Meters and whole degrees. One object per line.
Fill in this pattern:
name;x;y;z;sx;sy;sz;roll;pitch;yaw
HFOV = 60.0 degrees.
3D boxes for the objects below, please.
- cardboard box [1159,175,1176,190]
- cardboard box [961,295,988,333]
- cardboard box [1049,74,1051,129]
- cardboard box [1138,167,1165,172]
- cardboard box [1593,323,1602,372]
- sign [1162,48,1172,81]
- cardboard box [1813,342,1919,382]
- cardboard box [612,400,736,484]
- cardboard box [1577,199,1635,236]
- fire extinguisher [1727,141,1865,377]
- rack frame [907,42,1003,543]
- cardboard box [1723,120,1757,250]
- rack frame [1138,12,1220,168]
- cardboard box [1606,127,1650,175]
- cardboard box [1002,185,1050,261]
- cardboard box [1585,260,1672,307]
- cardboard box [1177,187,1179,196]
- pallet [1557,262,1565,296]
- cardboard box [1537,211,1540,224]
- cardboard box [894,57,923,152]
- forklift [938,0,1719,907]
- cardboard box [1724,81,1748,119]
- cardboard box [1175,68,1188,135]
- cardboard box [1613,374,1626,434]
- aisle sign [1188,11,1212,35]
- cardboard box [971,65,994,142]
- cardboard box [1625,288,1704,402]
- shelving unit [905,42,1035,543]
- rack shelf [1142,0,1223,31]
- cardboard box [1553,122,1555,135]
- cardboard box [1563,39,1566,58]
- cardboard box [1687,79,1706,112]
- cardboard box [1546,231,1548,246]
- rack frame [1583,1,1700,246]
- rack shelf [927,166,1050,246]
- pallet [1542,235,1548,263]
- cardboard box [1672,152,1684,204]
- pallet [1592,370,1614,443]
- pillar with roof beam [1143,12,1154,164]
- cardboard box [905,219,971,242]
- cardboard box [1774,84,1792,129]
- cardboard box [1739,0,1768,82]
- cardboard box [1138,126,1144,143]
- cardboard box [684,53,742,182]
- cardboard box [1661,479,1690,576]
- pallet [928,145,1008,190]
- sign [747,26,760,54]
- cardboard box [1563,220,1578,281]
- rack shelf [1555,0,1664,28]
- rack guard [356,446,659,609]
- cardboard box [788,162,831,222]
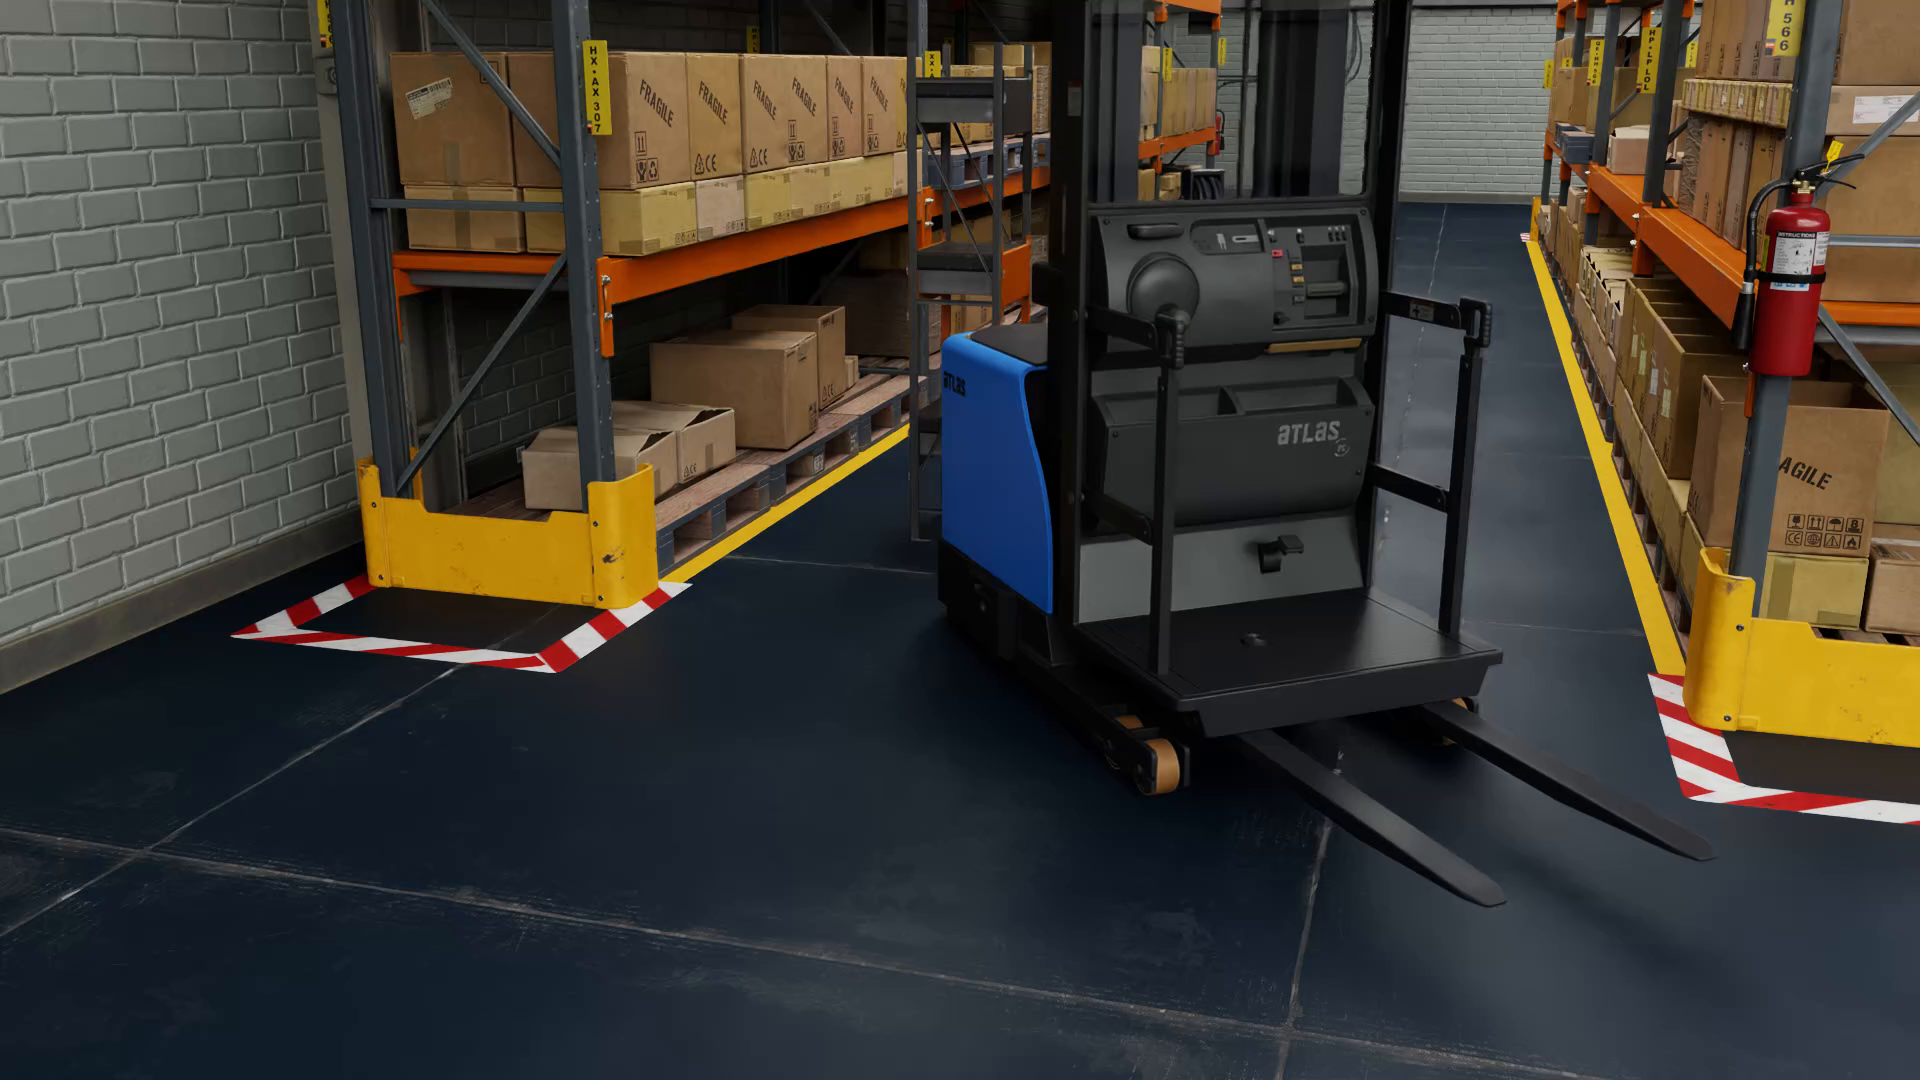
cardboard box;2.173;-3.957;18.405;0.380;0.149;0.250;5;17;18
cardboard box;-0.208;-1.761;11.817;0.700;0.500;0.500;5;17;17
cardboard box;0.836;-3.644;13.913;0.500;0.500;0.500;5;17;18
cardboard box;2.252;-4.399;19.965;0.380;0.149;0.250;5;17;16
cardboard box;4.197;-1.182;10.269;0.500;0.250;0.500;5;17;17
sign;2.113;-4.861;16.995;0.100;0.325;0.005;5;16;16
cardboard box;3.566;-0.485;6.438;0.500;0.500;0.500;5;16;16
cardboard box;-1.376;-0.484;7.659;0.500;0.311;0.500;6;17;20
cardboard box;5.256;-2.600;13.400;0.500;0.250;0.500;5;17;18
fire extinguisher;2.451;-0.827;4.891;0.296;0.674;0.183;5;16;16
rack frame;-0.022;-0.990;6.970;0.400;2.100;0.015;5;16;16
cardboard box;3.512;-1.434;6.704;0.700;0.500;0.500;5;17;18
rack frame;2.726;-5.429;20.971;1.000;3.000;0.127;5;16;16
cardboard box;4.763;-2.691;11.481;0.500;0.311;0.500;4;16;15
cardboard box;0.788;-2.686;14.471;0.750;0.750;0.750;4;16;15
cardboard box;4.485;-1.716;11.123;0.500;0.311;0.500;4;16;14
cardboard box;2.194;-3.834;19.163;0.700;0.500;0.500;5;17;17
pallet;6.145;-2.442;15.551;1.003;0.211;1.213;5;16;16
cardboard box;7.028;-3.803;19.657;0.380;0.149;0.250;5;16;16
cardboard box;-0.522;-2.440;9.297;0.500;0.500;0.500;5;16;16
forklift;0.923;-0.807;4.803;1.130;2.935;3.031;-6;17;-20
cardboard box;3.368;-1.805;6.825;0.380;0.149;0.250;4;16;15
cardboard box;1.972;-4.858;18.408;0.980;0.700;0.700;4;16;14
cardboard box;3.644;-0.687;8.525;0.500;0.250;0.500;5;16;16
aisle sign;3.034;-6.675;20.601;0.394;0.787;0.004;5;16;16
cardboard box;-0.184;-3.000;11.418;0.700;0.500;0.500;7;17;24
cardboard box;3.500;-0.917;7.962;0.500;0.500;0.500;5;16;16
shelving unit;0.047;-1.053;7.196;0.431;2.100;0.503;5;16;16
rack shelf;2.158;-6.002;18.815;1.077;0.370;4.000;5;16;16
cardboard box;6.667;-4.601;17.869;0.500;0.500;0.500;5;17;17
cardboard box;6.522;-4.946;17.256;0.500;0.500;0.500;5;17;16
cardboard box;3.733;-2.145;8.023;0.380;0.149;0.250;5;17;17
cardboard box;6.279;-3.113;17.225;0.380;0.149;0.250;5;16;16
rack frame;5.203;-2.952;12.241;1.000;3.000;0.127;5;16;16
rack shelf;-0.116;-2.466;11.846;1.077;0.370;4.000;5;16;16
pallet;6.881;-3.157;18.073;1.003;0.211;1.213;5;16;16
cardboard box;4.165;-1.966;9.038;0.500;0.250;0.500;6;17;19
pallet;4.239;-0.760;9.622;1.003;0.211;1.213;5;16;16
pillar with roof beam;6.792;-8.754;21.703;9.100;9.000;0.400;5;16;16
cardboard box;-0.225;-2.105;11.653;0.500;0.250;0.500;4;16;14
cardboard box;3.001;-1.470;5.642;0.380;0.149;0.250;4;16;15
cardboard box;3.519;-2.068;6.561;0.700;0.500;0.500;5;16;16
cardboard box;1.580;-3.955;16.198;0.380;0.149;0.250;5;16;16
cardboard box;-1.247;-1.771;6.940;0.500;0.500;0.500;5;16;16
cardboard box;2.930;-0.034;6.220;0.500;0.250;0.500;5;16;16
pallet;-0.327;-2.385;10.594;1.003;0.211;1.213;5;16;16
sign;-1.217;-2.888;9.893;0.100;0.325;0.005;5;16;16
cardboard box;5.535;-2.497;14.412;0.500;0.500;0.500;4;16;14
rack shelf;6.908;-5.619;17.464;1.077;0.370;4.000;5;16;16
rack guard;-1.799;-0.060;6.624;1.175;0.500;0.348;5;16;16
cardboard box;-0.947;-1.685;8.011;0.500;0.250;0.500;5;17;16
